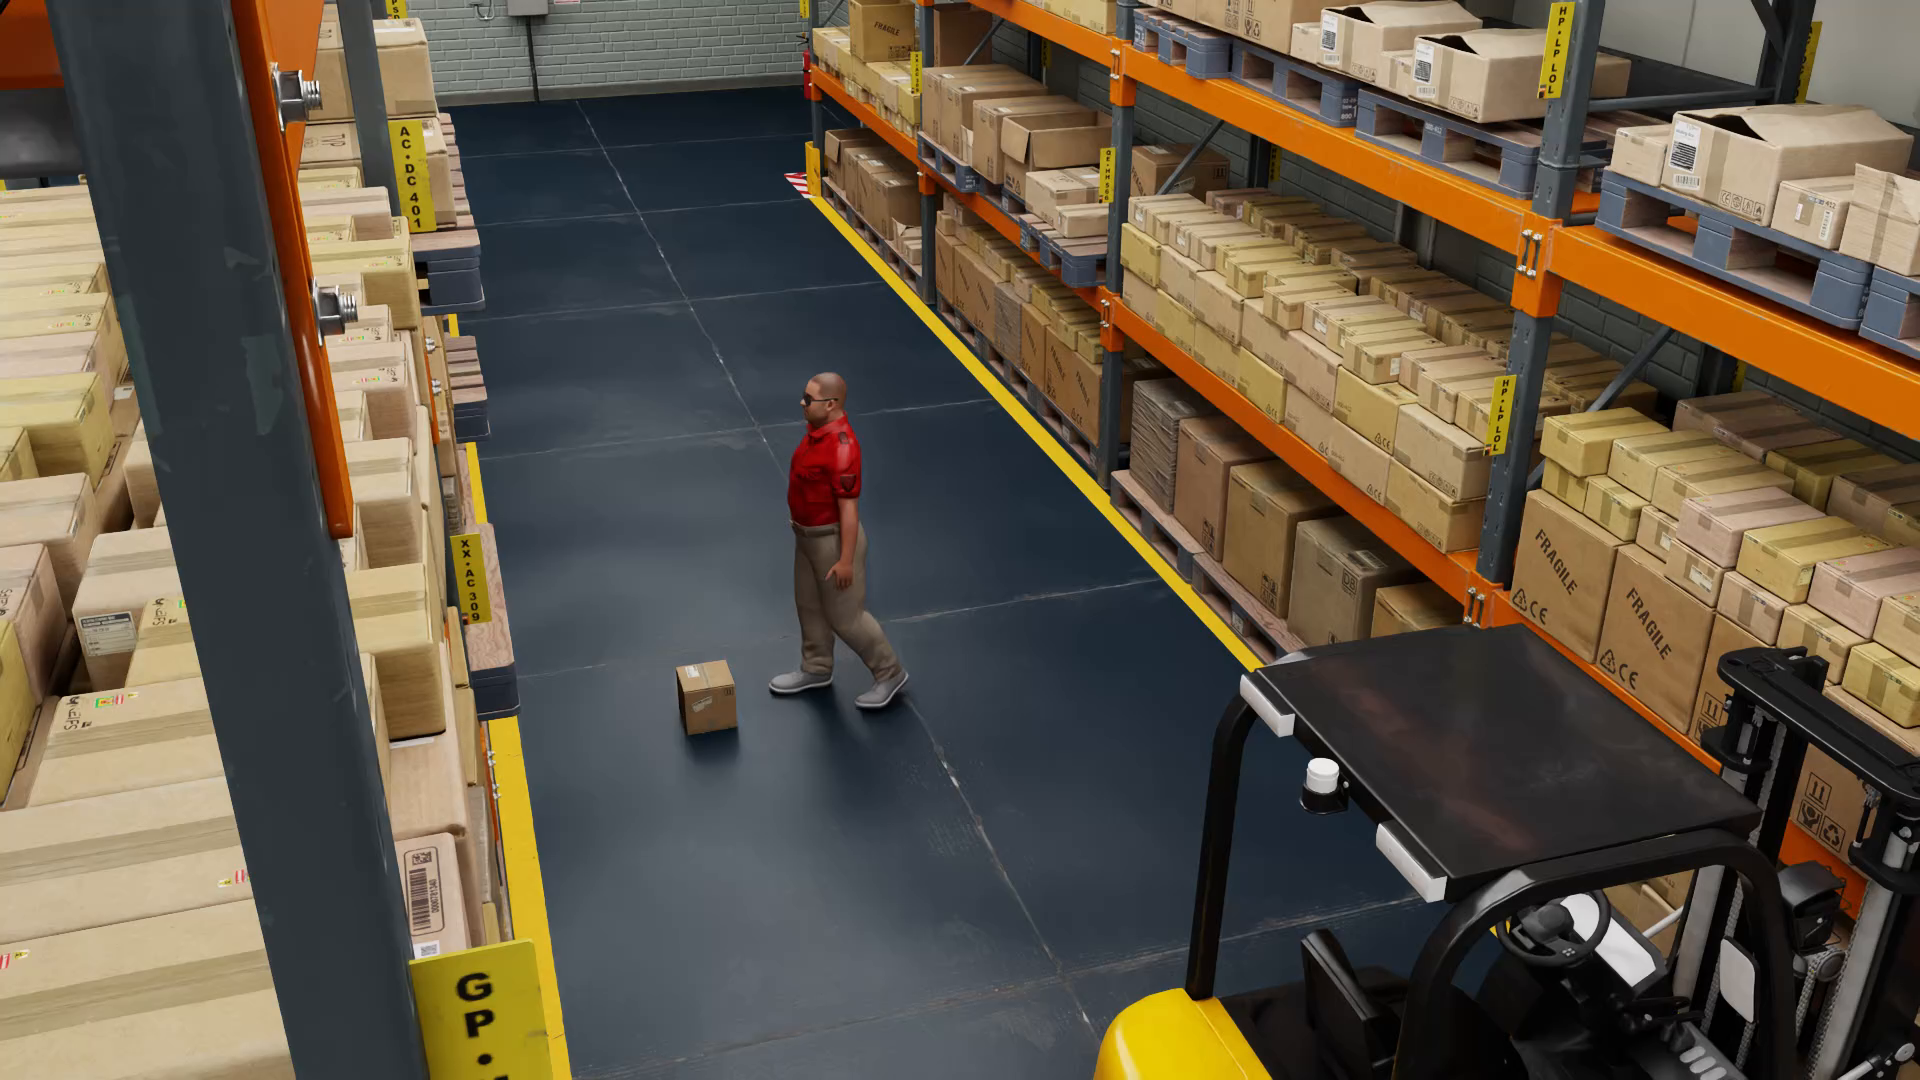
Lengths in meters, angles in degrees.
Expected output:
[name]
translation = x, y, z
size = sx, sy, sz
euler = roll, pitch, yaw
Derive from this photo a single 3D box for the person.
[person]
translation = -0.614, 0.005, 8.103
size = 0.661, 1.725, 0.555
euler = -10, 28, -19
